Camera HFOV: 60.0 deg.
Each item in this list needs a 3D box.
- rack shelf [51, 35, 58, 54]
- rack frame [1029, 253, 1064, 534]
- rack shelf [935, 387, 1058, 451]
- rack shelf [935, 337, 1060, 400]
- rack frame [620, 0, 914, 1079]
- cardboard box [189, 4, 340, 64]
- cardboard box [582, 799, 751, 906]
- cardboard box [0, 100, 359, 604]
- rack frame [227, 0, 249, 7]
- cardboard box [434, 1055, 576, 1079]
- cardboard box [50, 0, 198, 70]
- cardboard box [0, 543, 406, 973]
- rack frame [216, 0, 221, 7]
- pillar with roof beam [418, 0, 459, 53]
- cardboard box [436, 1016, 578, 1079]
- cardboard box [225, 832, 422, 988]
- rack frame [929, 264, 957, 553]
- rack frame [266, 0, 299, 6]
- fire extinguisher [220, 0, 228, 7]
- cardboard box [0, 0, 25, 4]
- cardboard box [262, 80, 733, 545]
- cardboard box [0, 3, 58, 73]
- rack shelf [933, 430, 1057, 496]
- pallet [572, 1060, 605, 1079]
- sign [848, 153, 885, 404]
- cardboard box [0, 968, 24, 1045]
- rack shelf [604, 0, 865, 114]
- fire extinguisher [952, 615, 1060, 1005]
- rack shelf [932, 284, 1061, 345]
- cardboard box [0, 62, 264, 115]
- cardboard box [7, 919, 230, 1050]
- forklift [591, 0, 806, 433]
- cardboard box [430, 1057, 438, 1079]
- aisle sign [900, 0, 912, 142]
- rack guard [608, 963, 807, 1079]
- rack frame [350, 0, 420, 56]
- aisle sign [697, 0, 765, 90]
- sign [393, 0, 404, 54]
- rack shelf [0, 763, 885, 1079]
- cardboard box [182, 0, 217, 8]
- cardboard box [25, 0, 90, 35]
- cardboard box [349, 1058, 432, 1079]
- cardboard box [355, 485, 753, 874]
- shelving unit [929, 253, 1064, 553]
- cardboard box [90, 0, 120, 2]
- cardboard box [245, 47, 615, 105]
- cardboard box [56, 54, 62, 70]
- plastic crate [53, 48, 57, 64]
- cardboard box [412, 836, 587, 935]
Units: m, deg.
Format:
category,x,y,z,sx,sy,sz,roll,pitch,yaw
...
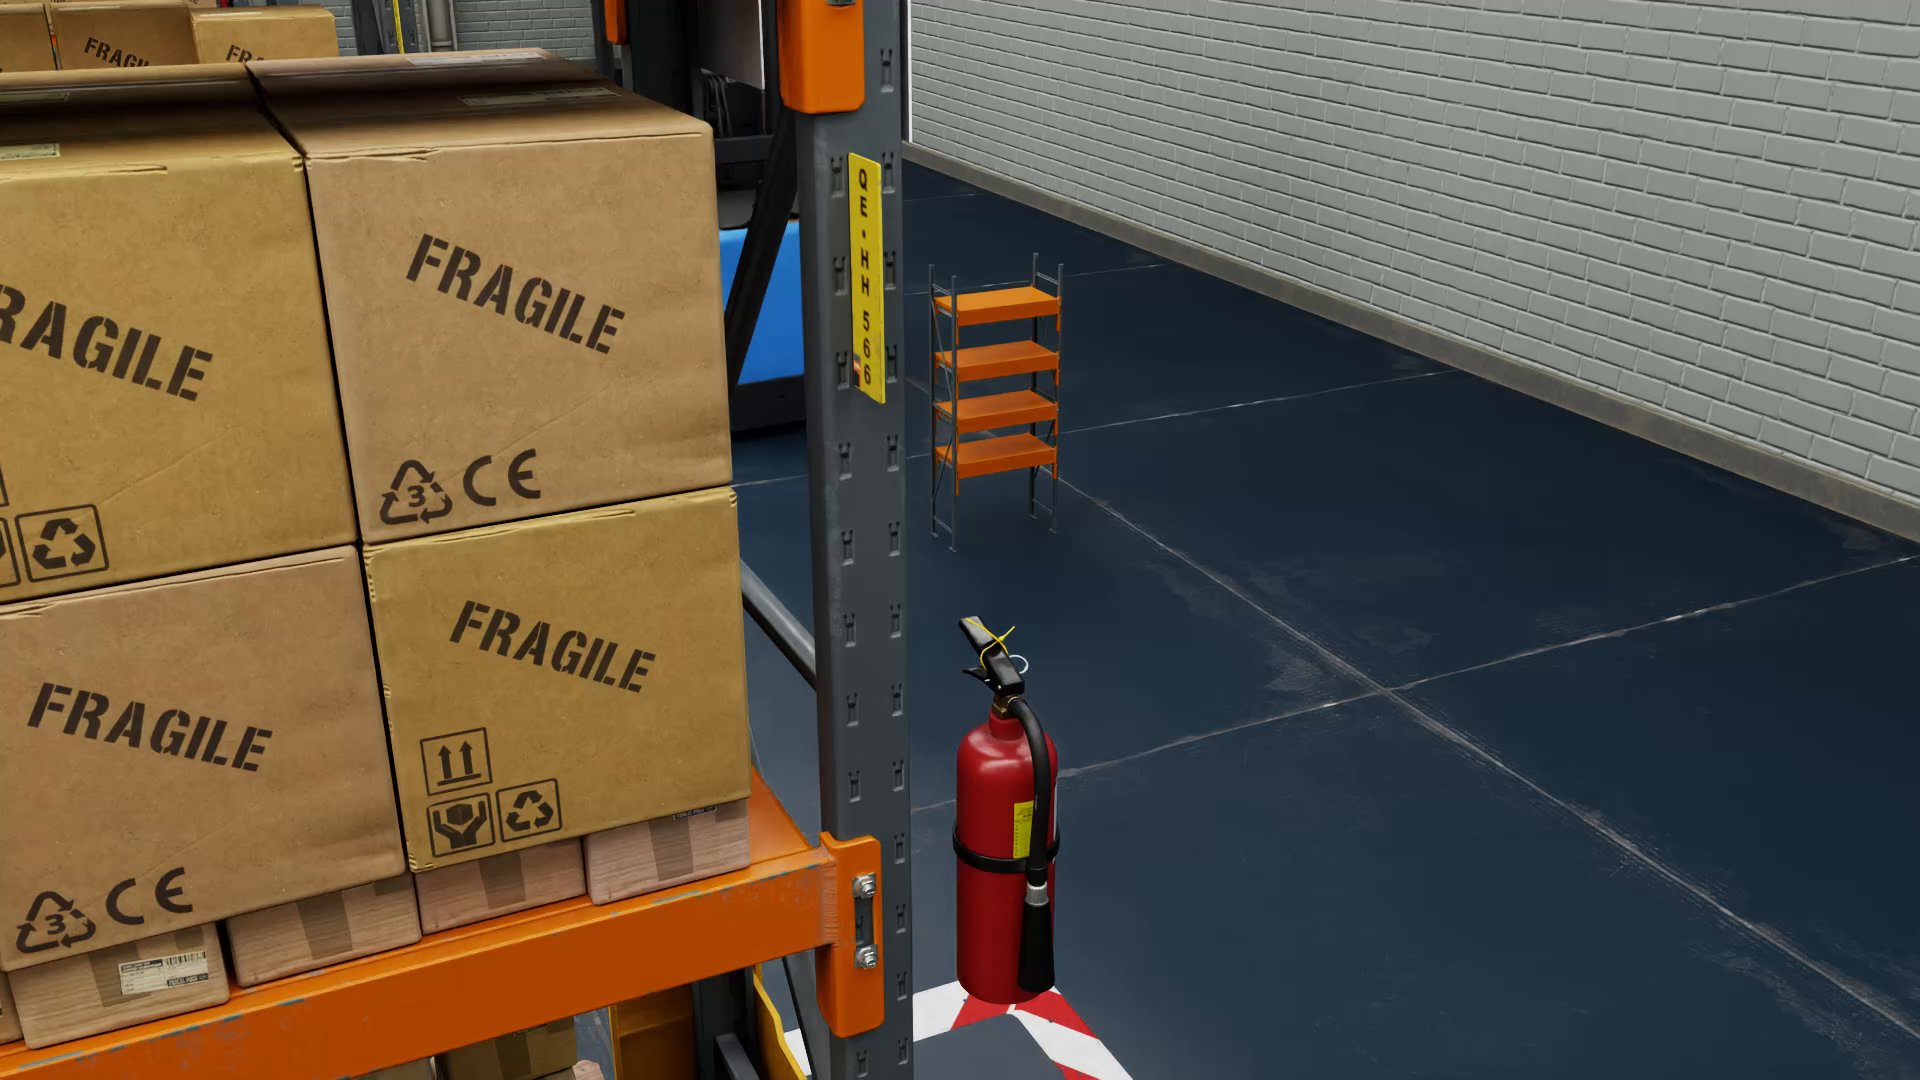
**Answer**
category,x,y,z,sx,sy,sz,roll,pitch,yaw
rack shelf,-8.504,-4.342,14.759,4.000,0.370,1.077,-10,25,-24
rack frame,0.369,-0.622,7.185,0.015,1.200,0.240,-10,25,-24
rack shelf,0.149,-0.520,7.113,0.480,0.148,0.258,-10,25,-24
rack shelf,0.149,-0.726,7.027,0.480,0.148,0.258,-10,25,-24
rack frame,-0.350,0.133,3.007,0.053,2.616,0.949,-10,25,-24
cardboard box,-2.734,-1.835,6.588,0.500,0.500,0.500,-10,25,-23
cardboard box,-0.520,0.402,2.686,0.250,0.149,0.380,-10,25,-24
cardboard box,-1.110,-0.266,2.143,0.500,0.500,0.500,-11,25,-25
rack frame,-6.702,-5.006,15.423,0.127,3.000,1.000,-10,25,-24
cardboard box,-0.932,1.118,3.416,0.250,0.149,0.380,-9,24,-21
cardboard box,-3.409,-1.937,6.834,0.500,0.500,0.500,-11,25,-25
cardboard box,-1.108,0.197,2.331,0.500,0.500,0.500,-11,25,-24
rack frame,-8.853,-6.713,19.545,0.127,3.000,1.000,-10,25,-24
pillar with roof beam,-4.929,-8.747,16.616,0.400,9.000,9.100,-10,25,-24
cardboard box,-0.968,0.952,3.428,0.250,0.149,0.380,-12,25,-26
cardboard box,-0.980,0.477,2.505,0.250,0.149,0.380,-11,25,-24
rack frame,-0.071,-0.541,6.989,0.015,1.200,0.240,-10,25,-24
rack frame,-4.557,-3.299,11.297,0.127,3.000,1.000,-10,25,-24
fire extinguisher,-8.517,-6.371,19.308,0.183,0.674,0.296,-10,25,-24
cardboard box,-8.359,-4.633,14.390,0.500,0.500,0.500,-11,25,-24
cardboard box,-0.653,-0.350,2.346,0.500,0.500,0.500,-11,25,-25
cardboard box,-3.873,-1.849,6.622,0.500,0.500,0.500,-11,25,-25
rack shelf,0.149,-0.336,7.189,0.480,0.148,0.258,-10,25,-24
pallet,-1.164,1.558,3.211,1.213,0.211,1.003,-10,25,-24
sign,-0.126,-0.352,2.252,0.005,0.325,0.100,-10,25,-24
cardboard box,-1.450,0.561,2.302,0.250,0.149,0.380,-12,25,-26
rack shelf,-2.151,-0.588,1.766,4.000,0.370,1.077,-10,25,-24
fire extinguisher,0.079,0.460,2.807,0.183,0.674,0.296,-10,25,-24
rack shelf,0.149,-0.945,6.937,0.480,0.148,0.258,-10,25,-24
cardboard box,-1.320,-0.443,2.570,0.500,0.500,0.500,-10,24,-22
cardboard box,-1.199,0.527,2.383,0.250,0.149,0.380,-10,24,-22
forklift,-1.544,-2.410,9.241,1.130,2.935,3.031,-13,26,-28
cardboard box,-0.960,1.234,3.525,0.250,0.149,0.380,-10,24,-23
aisle sign,-0.153,-0.976,2.286,0.004,0.787,0.394,-10,25,-24
rack guard,-0.417,1.302,3.452,0.348,0.500,1.175,-10,25,-24
rack frame,-2.409,-1.592,7.174,0.127,3.000,1.000,-10,25,-24
aisle sign,-0.413,-1.182,2.786,0.004,0.787,0.394,-10,25,-24
sign,-2.186,-2.047,6.450,0.005,0.325,0.100,-10,25,-24
rack shelf,-2.151,0.798,2.340,4.000,0.370,1.077,-10,25,-24
cardboard box,-6.987,-4.885,14.998,0.500,0.500,0.500,-10,24,-22
cardboard box,-7.905,-4.716,14.591,0.500,0.500,0.500,-10,25,-23
cardboard box,-1.164,1.040,3.217,0.250,0.149,0.380,-10,24,-23
cardboard box,-0.642,0.114,2.534,0.500,0.500,0.500,-10,24,-23
shelving unit,0.149,-0.582,7.087,0.503,1.200,0.258,-10,25,-24
cardboard box,-7.453,-4.797,14.787,0.500,0.500,0.500,-10,25,-23
cardboard box,-0.868,-0.528,2.778,0.500,0.500,0.500,-11,25,-24
cardboard box,-10.345,-5.435,19.177,0.500,0.500,0.700,-11,25,-25
plastic crate,-6.108,-3.103,10.965,0.300,0.233,0.416,-10,25,-24
cardboard box,-0.760,0.430,2.618,0.250,0.149,0.380,-10,25,-24
